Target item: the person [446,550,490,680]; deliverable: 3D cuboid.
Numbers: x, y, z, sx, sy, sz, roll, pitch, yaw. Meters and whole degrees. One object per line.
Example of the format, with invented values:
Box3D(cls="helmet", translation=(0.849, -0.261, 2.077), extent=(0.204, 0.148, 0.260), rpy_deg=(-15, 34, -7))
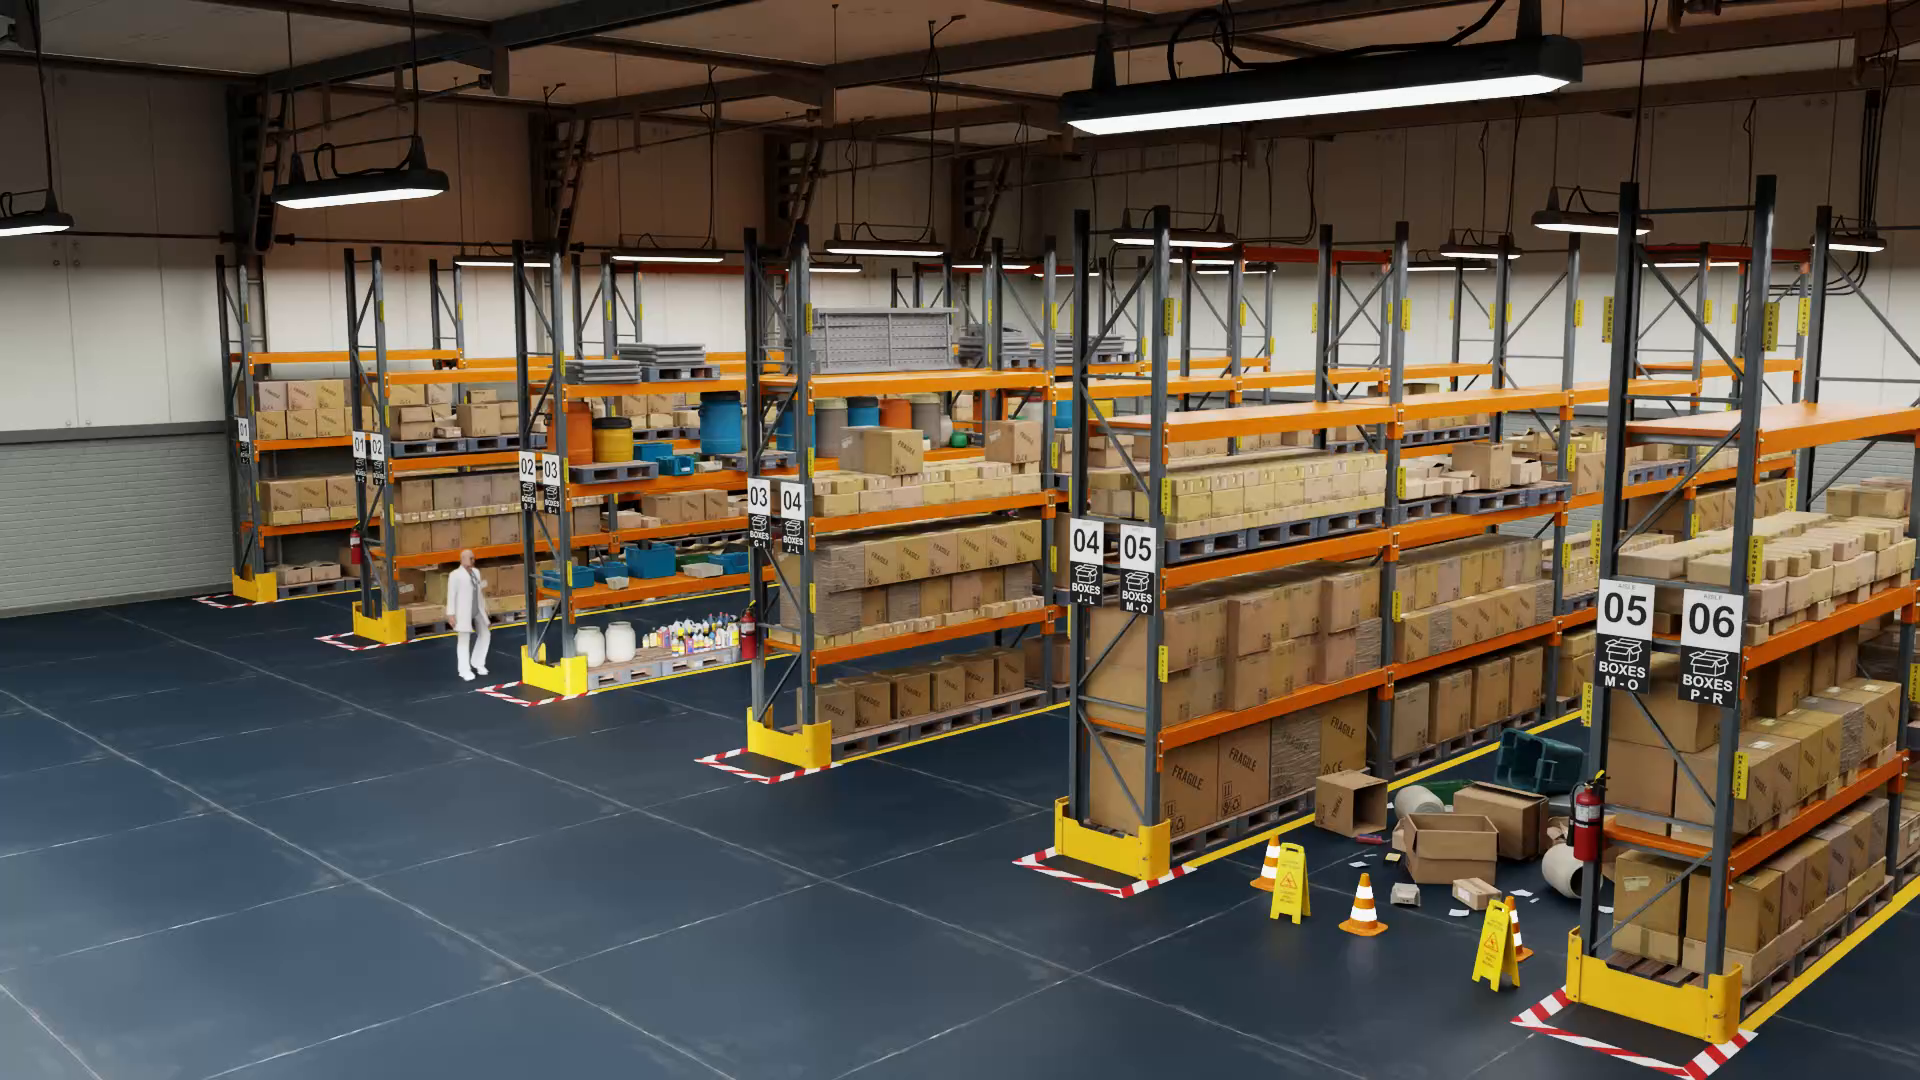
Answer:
Box3D(cls="person", translation=(-6.845, 1.037, 23.121), extent=(0.449, 1.814, 0.672), rpy_deg=(5, 9, 31))
